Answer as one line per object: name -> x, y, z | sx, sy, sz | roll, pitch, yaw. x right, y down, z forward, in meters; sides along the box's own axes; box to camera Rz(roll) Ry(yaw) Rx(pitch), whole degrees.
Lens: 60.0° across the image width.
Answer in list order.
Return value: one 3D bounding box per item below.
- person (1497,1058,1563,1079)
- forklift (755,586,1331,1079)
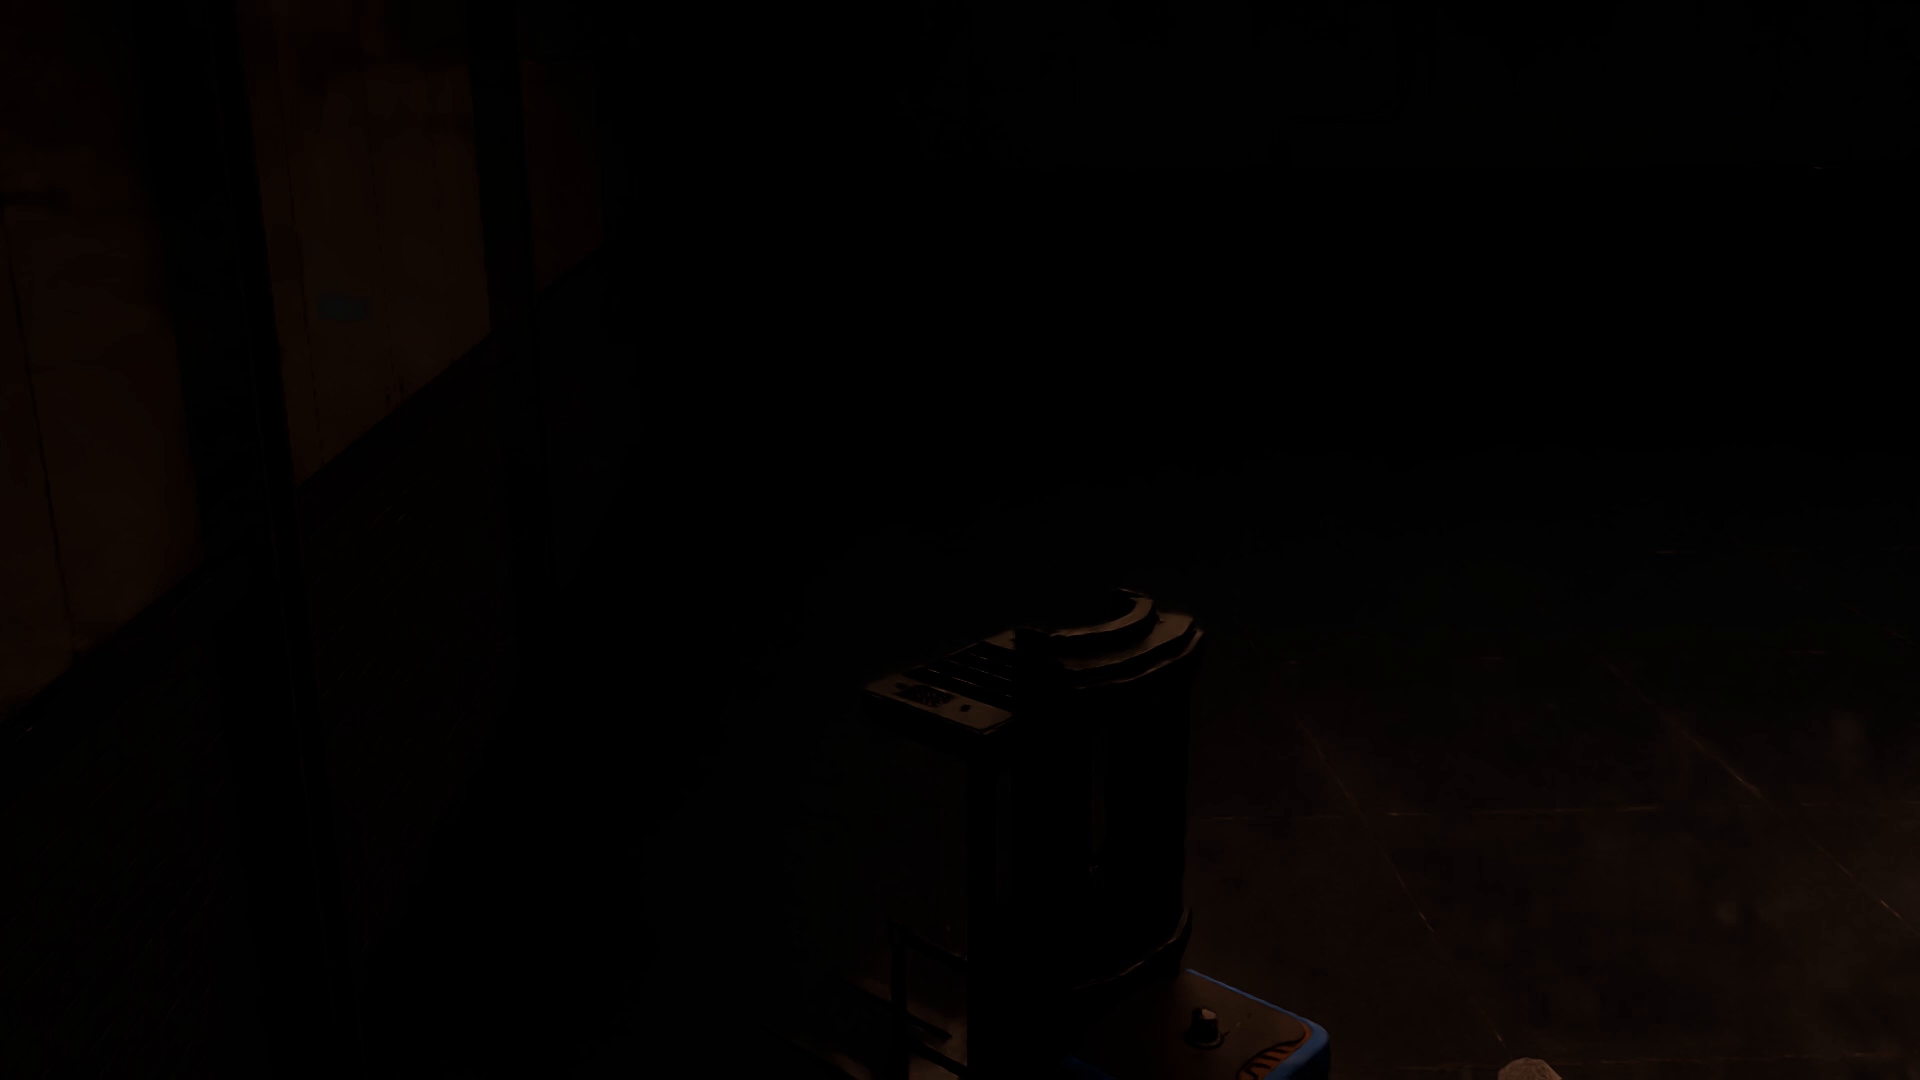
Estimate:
person -> 0.016, -0.840, 3.741 | 0.570, 1.697, 0.528 | -1, 17, -3
forklift -> -1.893, -1.924, 5.196 | 3.031, 2.935, 1.130 | 15, 22, 39
